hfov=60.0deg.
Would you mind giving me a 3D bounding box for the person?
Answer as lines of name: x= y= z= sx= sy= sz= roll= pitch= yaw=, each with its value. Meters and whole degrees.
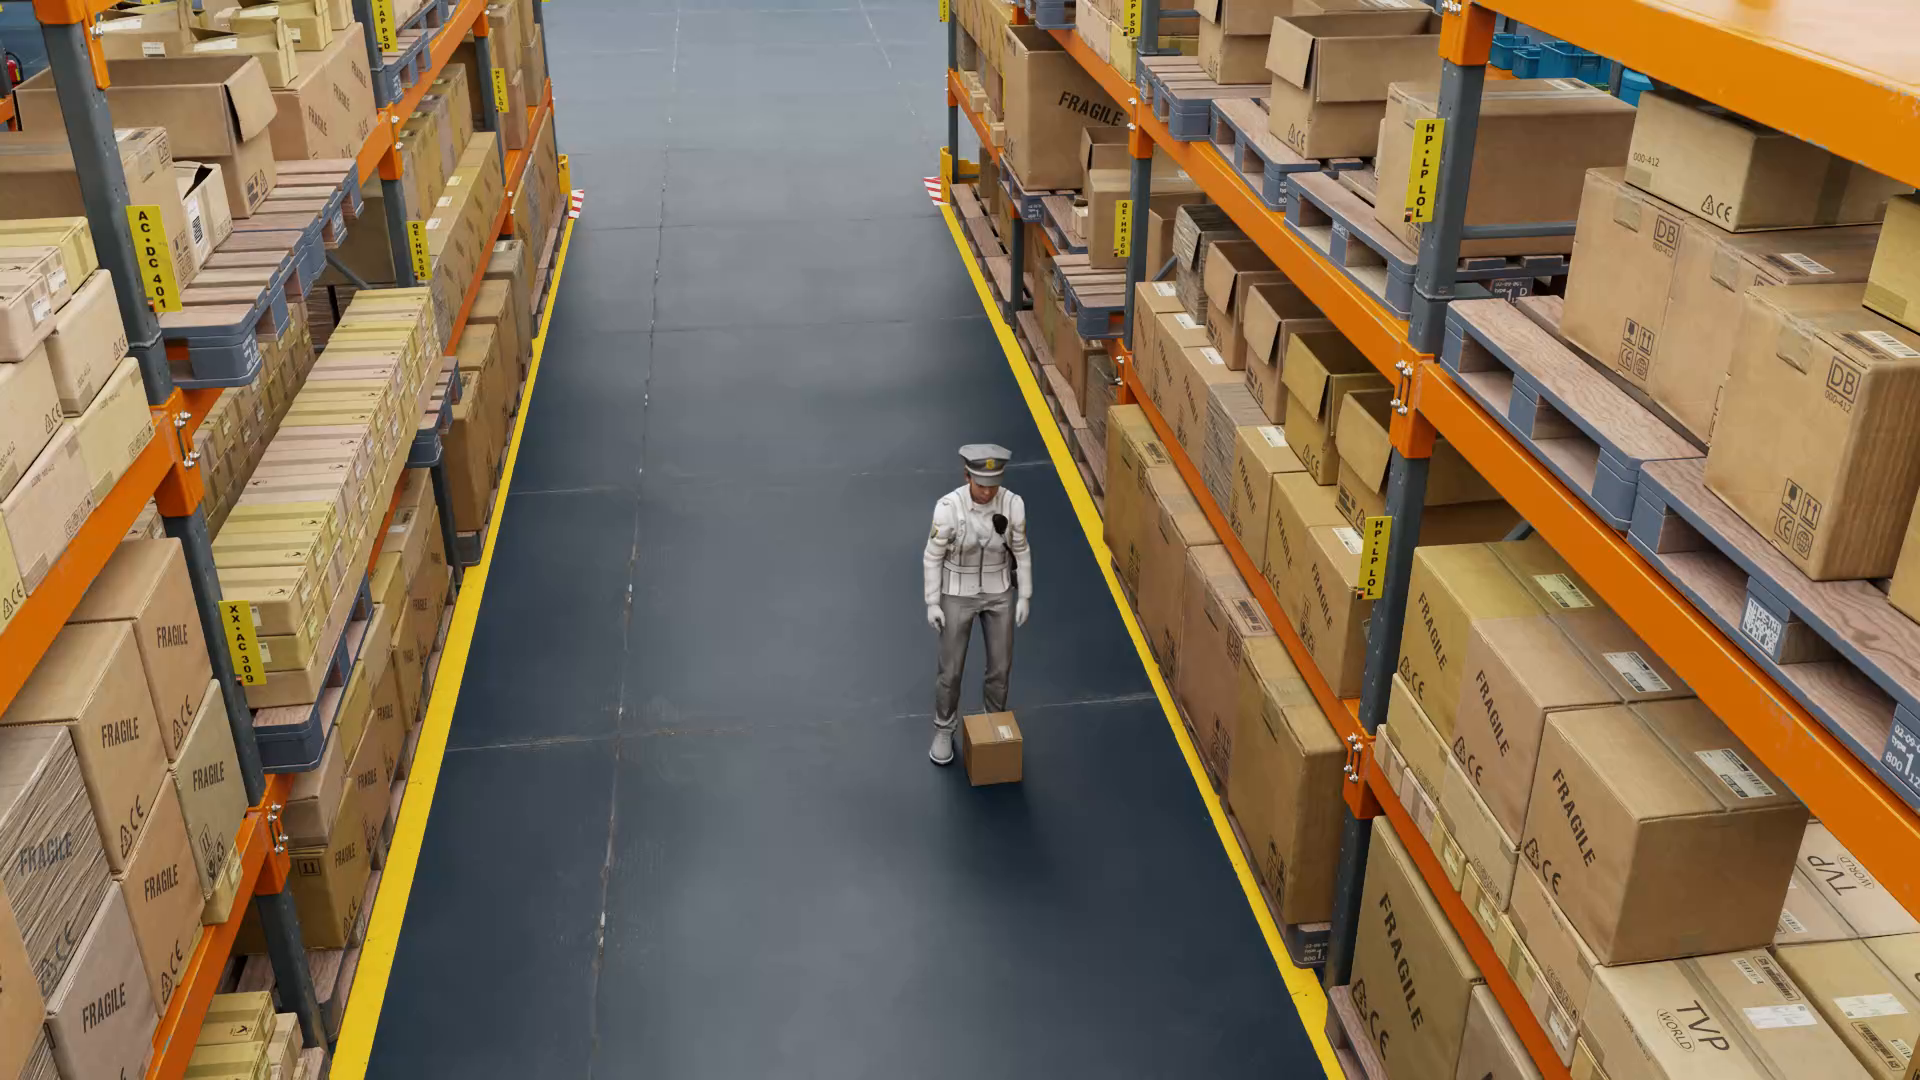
person: x=0.089 y=0.291 z=8.051 sx=0.528 sy=1.664 sz=0.371 roll=-4 pitch=28 yaw=-8
